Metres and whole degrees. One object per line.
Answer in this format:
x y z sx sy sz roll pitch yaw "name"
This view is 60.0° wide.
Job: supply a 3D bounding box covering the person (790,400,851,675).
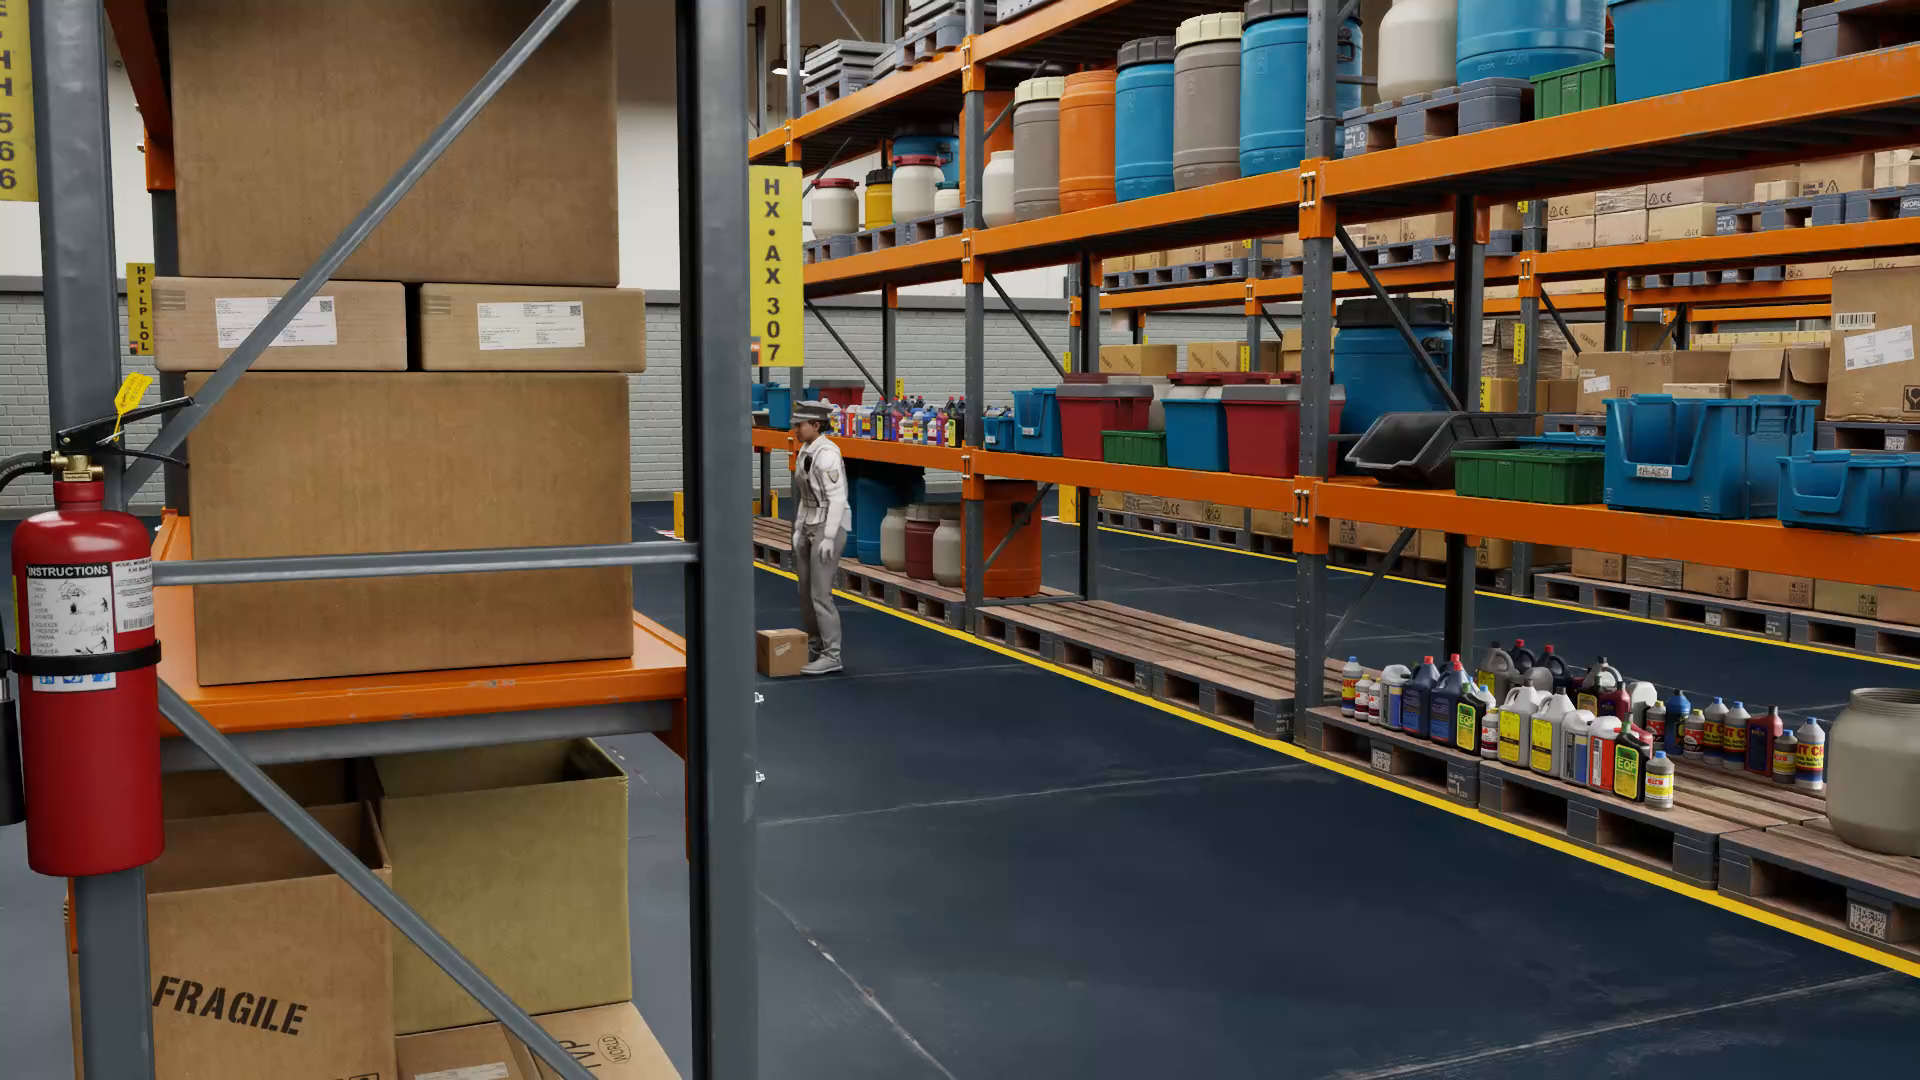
-0.869 -0.024 10.216 0.369 1.667 0.547 -3 6 -27 "person"
